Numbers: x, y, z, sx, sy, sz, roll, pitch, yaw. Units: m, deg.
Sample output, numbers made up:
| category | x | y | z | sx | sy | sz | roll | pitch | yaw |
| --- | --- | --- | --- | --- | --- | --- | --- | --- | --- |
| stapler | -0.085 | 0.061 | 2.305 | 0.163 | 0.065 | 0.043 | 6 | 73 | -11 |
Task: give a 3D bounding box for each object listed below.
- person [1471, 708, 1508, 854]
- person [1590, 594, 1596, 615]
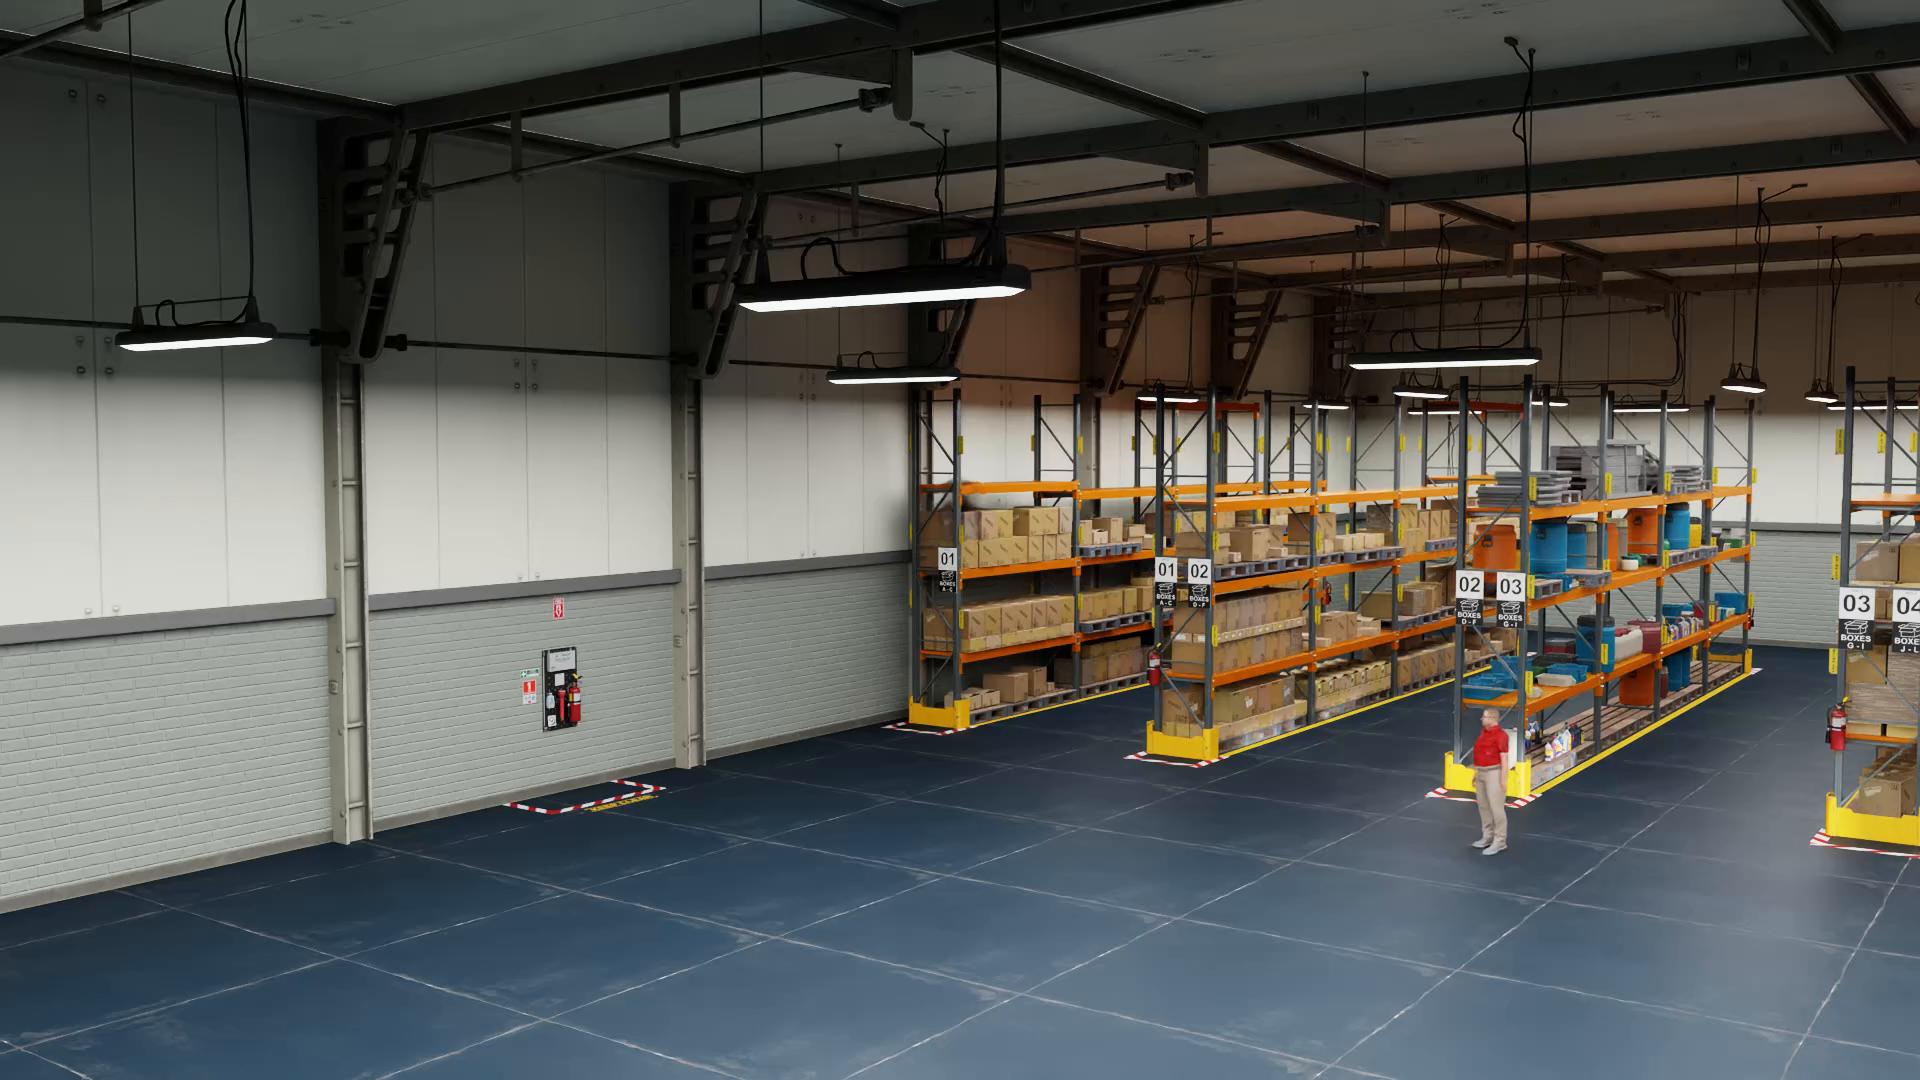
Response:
| category | x | y | z | sx | sy | sz | roll | pitch | yaw |
| --- | --- | --- | --- | --- | --- | --- | --- | --- | --- |
| person | 6.546 | 2.965 | 20.630 | 0.450 | 1.744 | 0.615 | -1 | 3 | -21 |
| person | 14.425 | 2.042 | 37.655 | 0.361 | 1.713 | 0.526 | 1 | 3 | 13 |
